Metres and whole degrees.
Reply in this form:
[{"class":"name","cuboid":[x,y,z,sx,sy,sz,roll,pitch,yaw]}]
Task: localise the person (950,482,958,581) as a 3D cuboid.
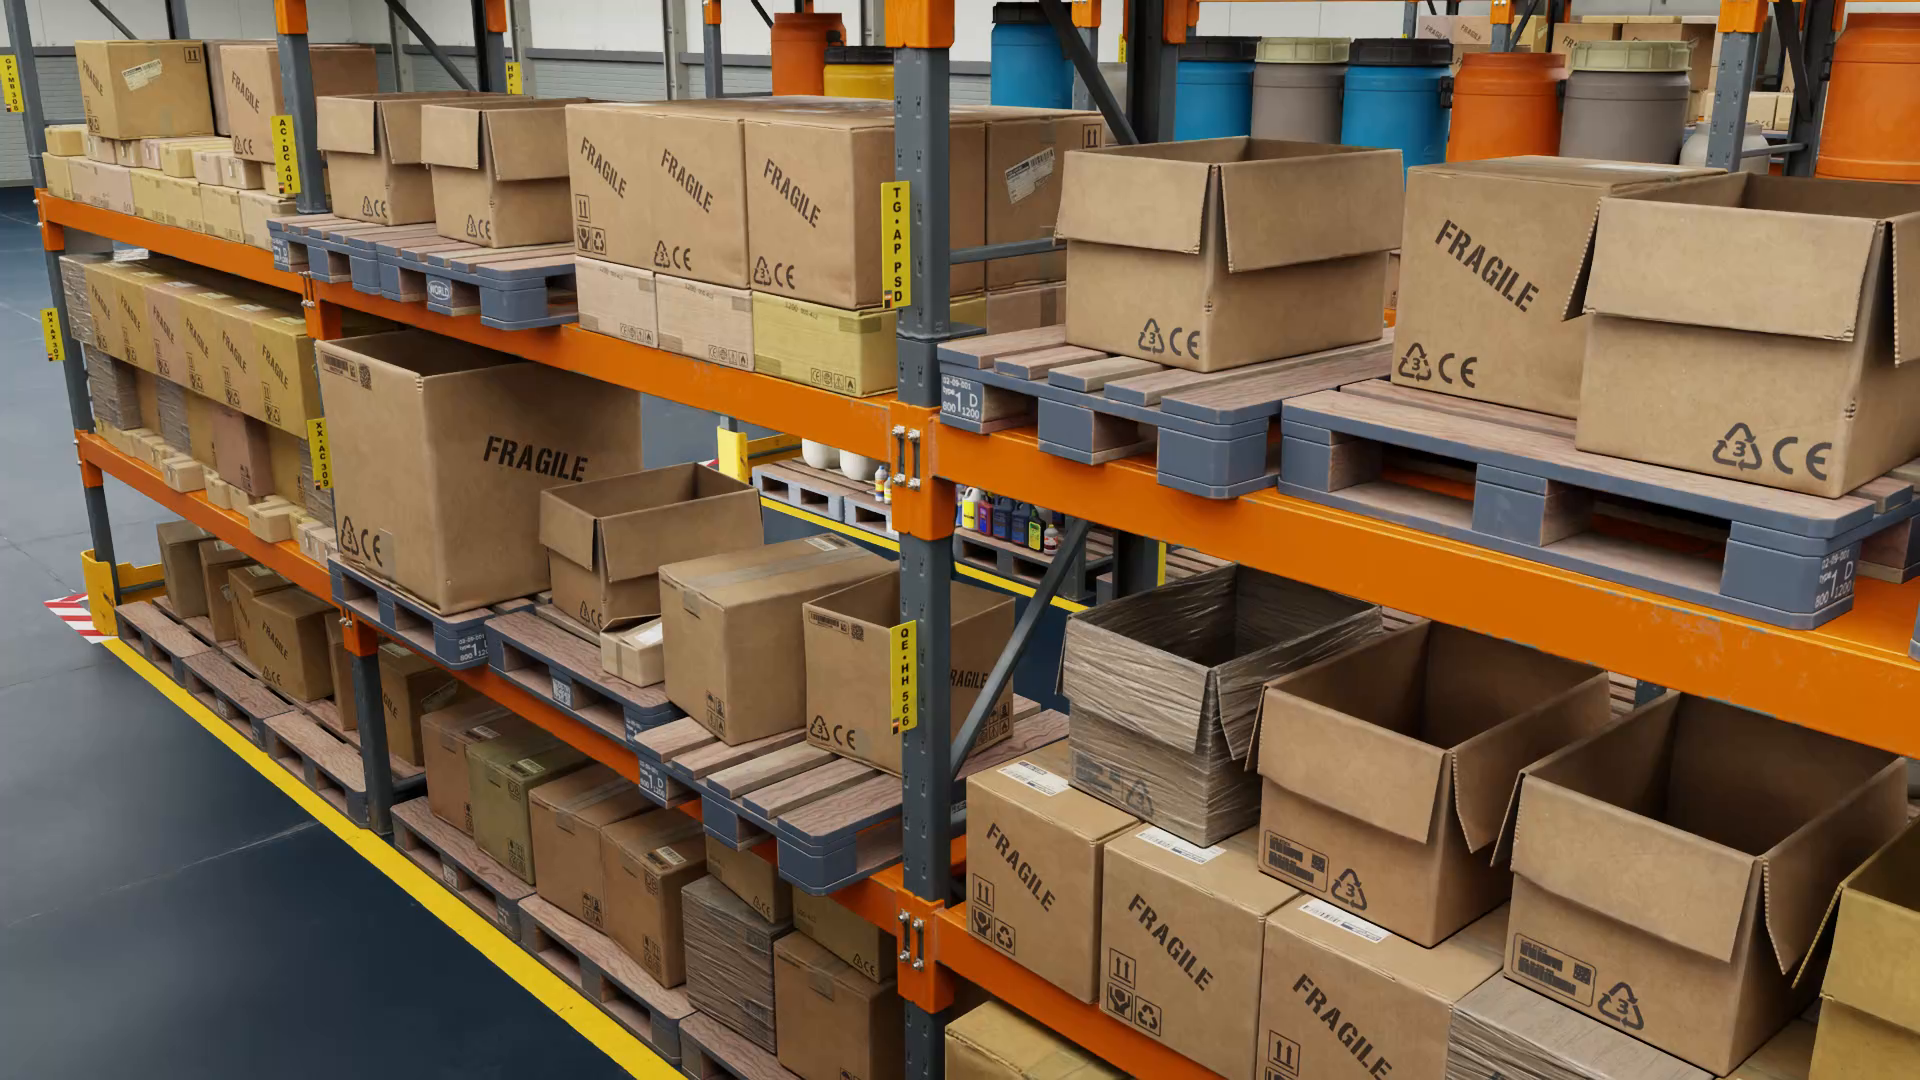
[{"class":"person","cuboid":[-0.183,-0.196,10.748,0.409,1.639,0.330,-10,20,-28]}]
